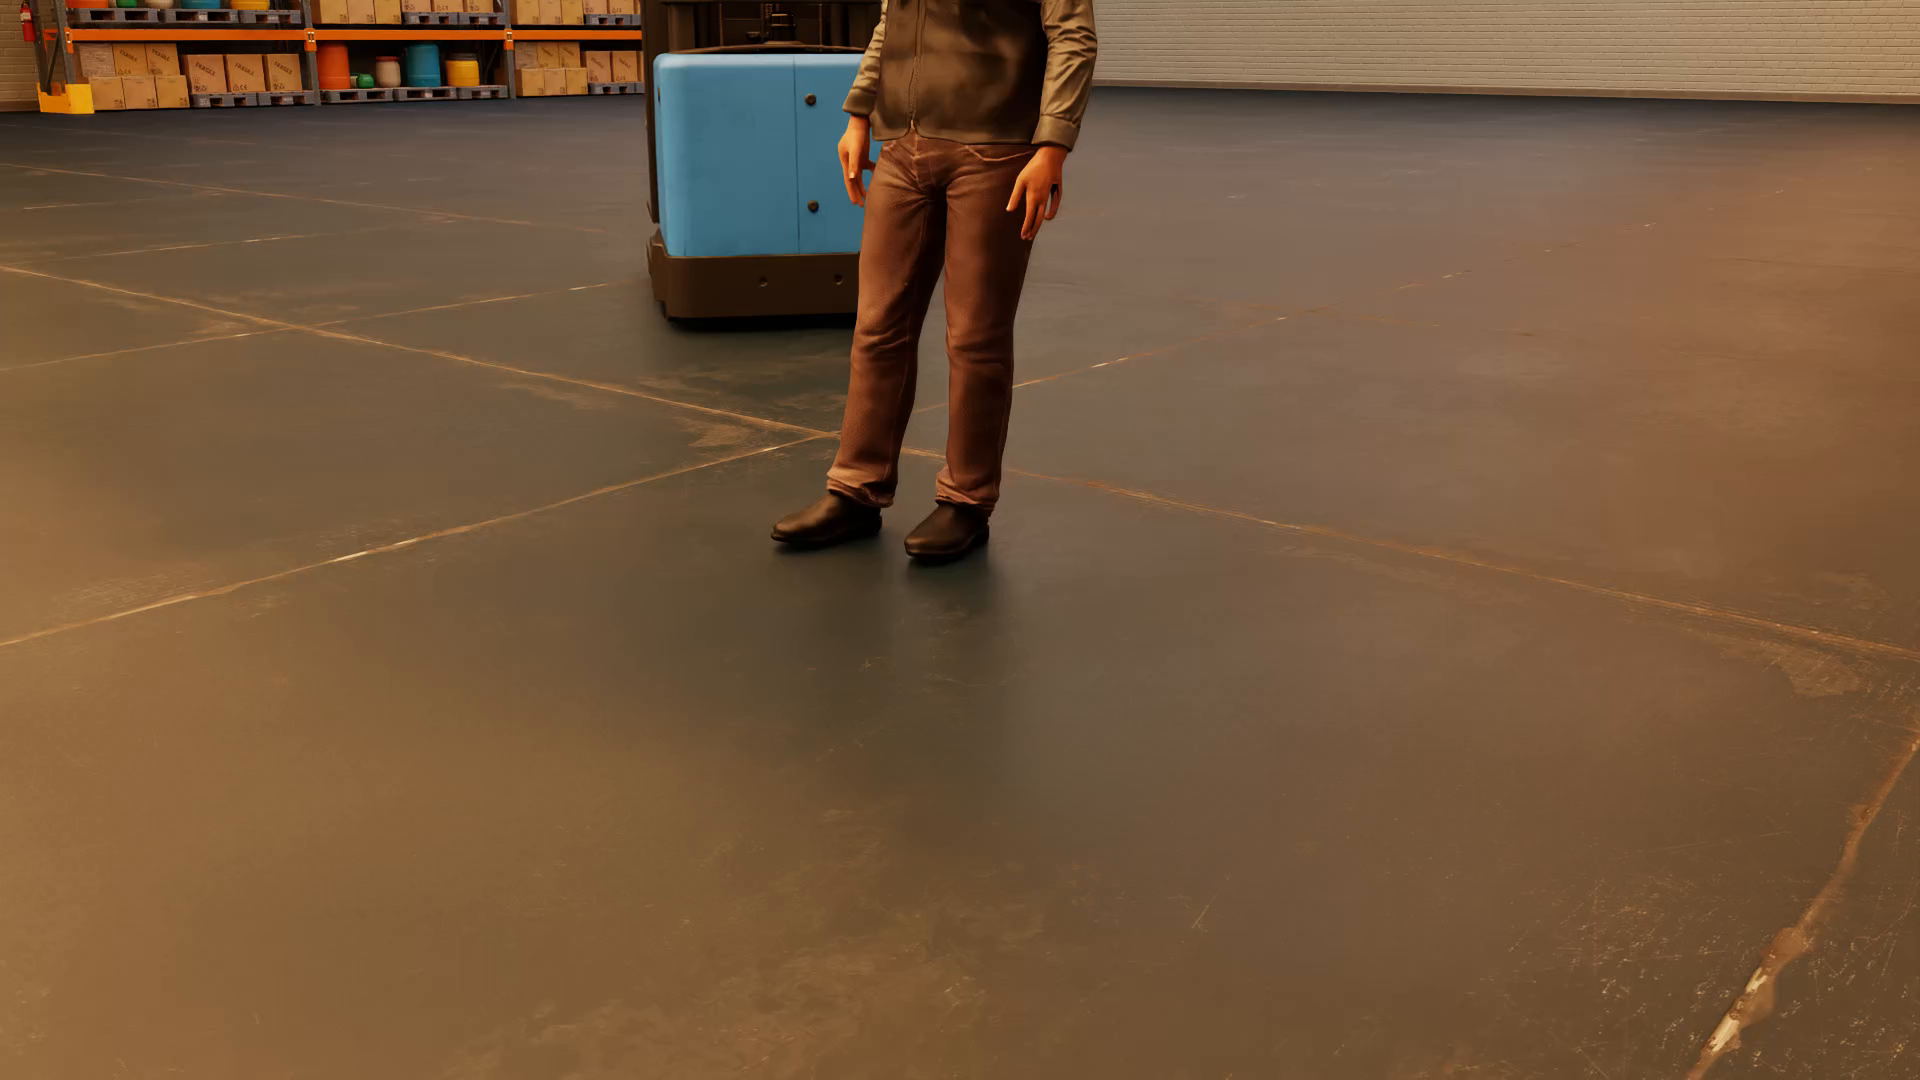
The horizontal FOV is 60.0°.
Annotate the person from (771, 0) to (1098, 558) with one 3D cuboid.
[{"bbox_3d":[-0.046,-0.818,3.648,0.633,1.722,0.566,13,21,37],"label":"person"}]

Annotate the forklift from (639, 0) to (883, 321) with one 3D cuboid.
[{"bbox_3d":[-0.944,-2.669,7.687,1.130,2.935,3.031,-3,17,-11],"label":"forklift"}]
